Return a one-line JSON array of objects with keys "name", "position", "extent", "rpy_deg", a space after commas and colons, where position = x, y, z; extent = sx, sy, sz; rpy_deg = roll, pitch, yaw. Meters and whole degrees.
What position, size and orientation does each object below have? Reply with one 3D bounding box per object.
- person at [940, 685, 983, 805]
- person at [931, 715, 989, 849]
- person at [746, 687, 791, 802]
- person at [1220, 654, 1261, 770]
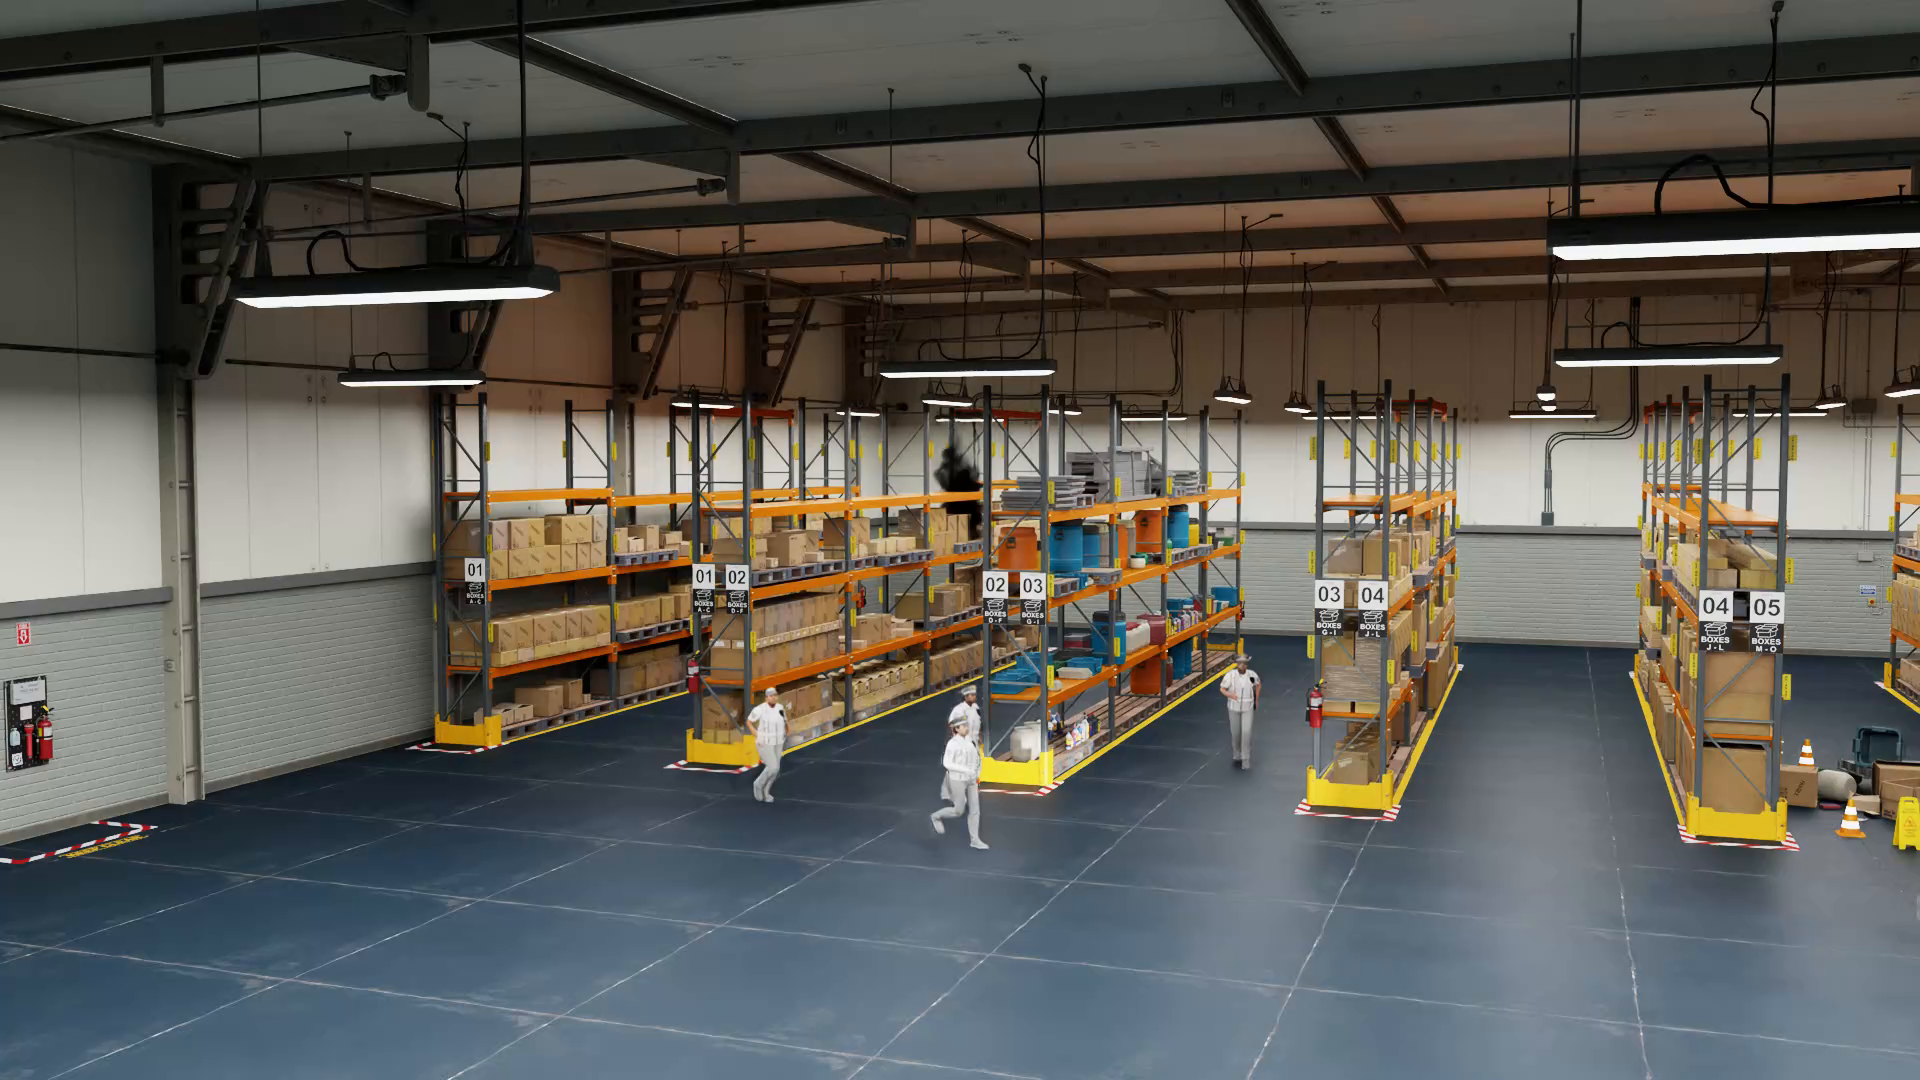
[{"name": "person", "position": [0.094, 2.916, 23.785], "extent": [0.652, 1.688, 0.653], "rpy_deg": [-2, 4, -32]}, {"name": "person", "position": [0.028, 3.031, 21.019], "extent": [0.890, 1.669, 0.618], "rpy_deg": [3, 4, 40]}, {"name": "person", "position": [-2.672, 2.916, 23.730], "extent": [0.586, 1.633, 0.592], "rpy_deg": [-3, 4, -42]}, {"name": "person", "position": [4.475, 2.700, 26.544], "extent": [0.652, 1.809, 0.902], "rpy_deg": [0, 3, 9]}]
